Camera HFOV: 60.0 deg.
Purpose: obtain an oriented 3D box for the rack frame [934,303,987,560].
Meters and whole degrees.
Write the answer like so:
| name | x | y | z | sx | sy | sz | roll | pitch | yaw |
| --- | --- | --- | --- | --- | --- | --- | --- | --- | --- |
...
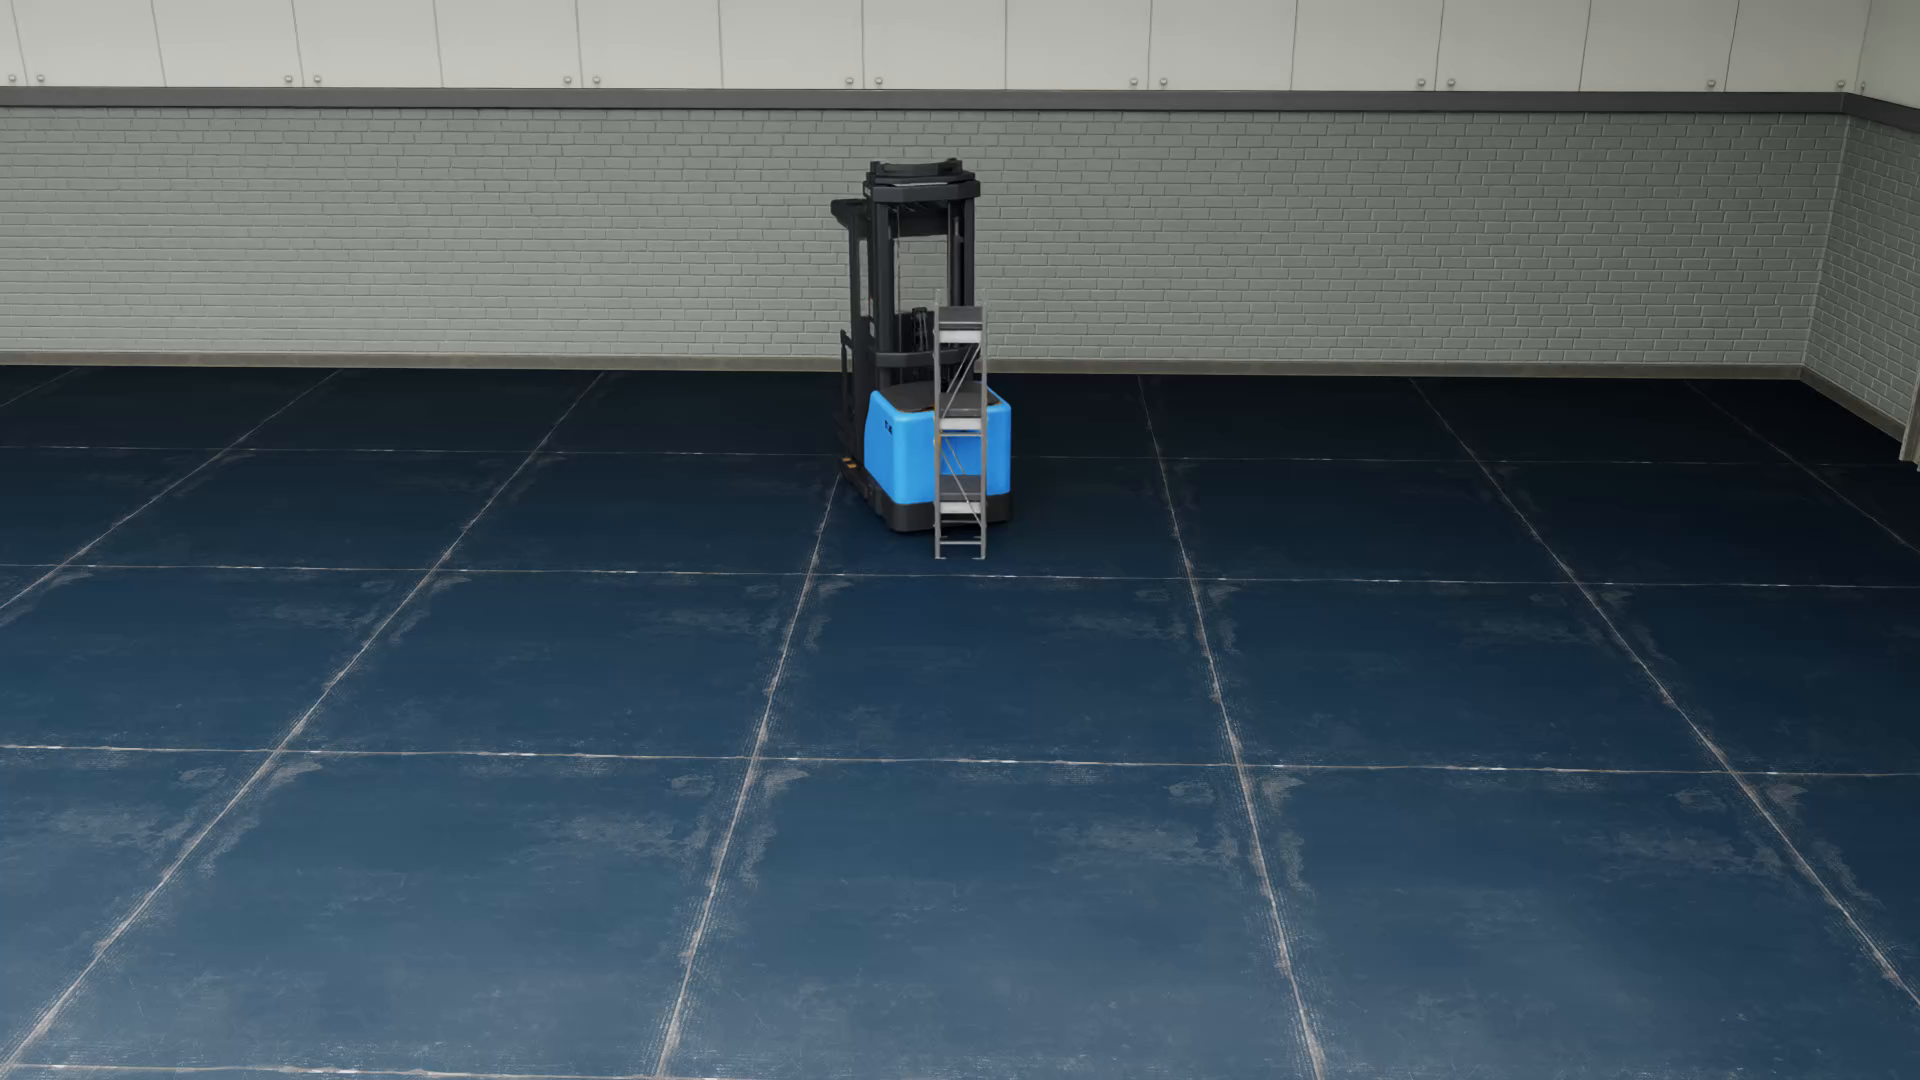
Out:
| name | x | y | z | sx | sy | sz | roll | pitch | yaw |
| --- | --- | --- | --- | --- | --- | --- | --- | --- | --- |
| rack frame | 0.003 | -0.822 | 13.038 | 0.400 | 2.100 | 0.015 | 0 | 21 | 1 |

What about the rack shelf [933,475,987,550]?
| name | x | y | z | sx | sy | sz | roll | pitch | yaw |
| --- | --- | --- | --- | --- | --- | --- | --- | --- | --- |
| rack shelf | 0.006 | -0.245 | 13.524 | 0.431 | 0.518 | 0.480 | 0 | 21 | 1 |

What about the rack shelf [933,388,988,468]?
| name | x | y | z | sx | sy | sz | roll | pitch | yaw |
| --- | --- | --- | --- | --- | --- | --- | --- | --- | --- |
| rack shelf | 0.006 | -0.898 | 13.271 | 0.431 | 0.518 | 0.480 | 0 | 21 | 1 |

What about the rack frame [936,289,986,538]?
| name | x | y | z | sx | sy | sz | roll | pitch | yaw |
| --- | --- | --- | --- | --- | --- | --- | --- | --- | --- |
| rack frame | 0.009 | -0.999 | 13.493 | 0.400 | 2.100 | 0.015 | 0 | 21 | 1 |

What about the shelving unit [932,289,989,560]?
| name | x | y | z | sx | sy | sz | roll | pitch | yaw |
| --- | --- | --- | --- | --- | --- | --- | --- | --- | --- |
| shelving unit | 0.006 | -0.910 | 13.266 | 0.431 | 2.100 | 0.503 | 0 | 21 | 1 |

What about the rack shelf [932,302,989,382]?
| name | x | y | z | sx | sy | sz | roll | pitch | yaw |
| --- | --- | --- | --- | --- | --- | --- | --- | --- | --- |
| rack shelf | 0.006 | -1.550 | 13.017 | 0.431 | 0.518 | 0.480 | 0 | 21 | 1 |

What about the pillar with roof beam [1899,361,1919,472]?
| name | x | y | z | sx | sy | sz | roll | pitch | yaw |
| --- | --- | --- | --- | --- | --- | --- | --- | --- | --- |
| pillar with roof beam | 4.773 | -4.945 | 14.127 | 9.100 | 9.000 | 0.400 | 1 | 21 | 2 |

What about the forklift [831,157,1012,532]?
| name | x | y | z | sx | sy | sz | roll | pitch | yaw |
| --- | --- | --- | --- | --- | --- | --- | --- | --- | --- |
| forklift | -0.491 | -1.935 | 14.758 | 1.130 | 2.935 | 3.031 | -7 | 22 | -17 |
